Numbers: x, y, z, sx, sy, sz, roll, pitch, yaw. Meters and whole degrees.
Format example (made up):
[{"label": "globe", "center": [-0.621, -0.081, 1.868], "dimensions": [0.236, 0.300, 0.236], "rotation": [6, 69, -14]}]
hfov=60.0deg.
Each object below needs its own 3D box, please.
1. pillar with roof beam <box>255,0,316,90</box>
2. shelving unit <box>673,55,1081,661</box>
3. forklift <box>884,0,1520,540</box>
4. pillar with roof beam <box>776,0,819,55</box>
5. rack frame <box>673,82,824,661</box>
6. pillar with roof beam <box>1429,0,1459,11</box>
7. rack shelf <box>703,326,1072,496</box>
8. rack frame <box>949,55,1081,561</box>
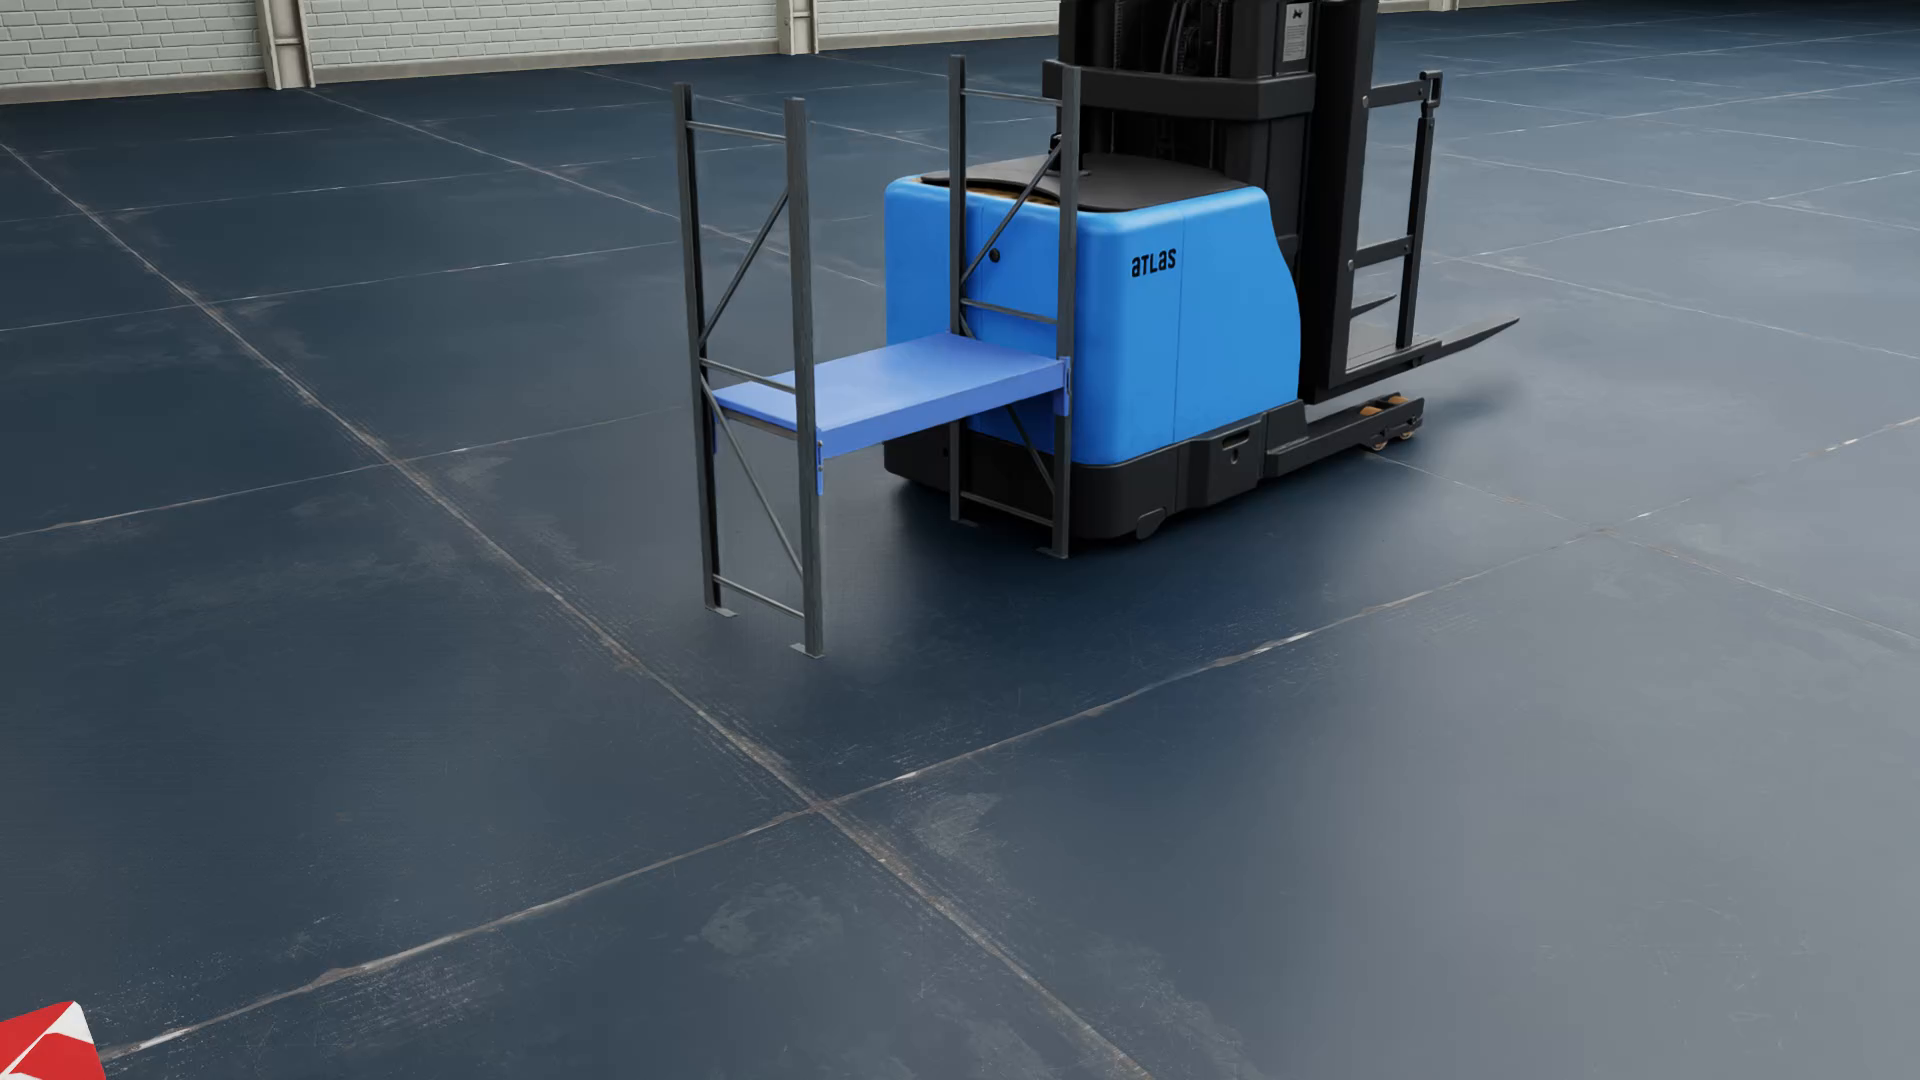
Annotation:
[{"label": "pillar with roof beam", "center": [-4.325, -7.522, 12.105], "dimensions": [0.400, 9.000, 9.100], "rotation": [-15, 26, -33]}, {"label": "shelving unit", "center": [-0.204, -0.567, 4.795], "dimensions": [0.538, 1.500, 1.048], "rotation": [20, 29, 41]}, {"label": "forklift", "center": [1.130, -1.814, 5.988], "dimensions": [1.130, 2.935, 3.031], "rotation": [20, 29, 41]}, {"label": "pillar with roof beam", "center": [0.545, -8.821, 15.360], "dimensions": [0.400, 9.000, 9.100], "rotation": [-15, 26, -33]}, {"label": "rack frame", "center": [-0.562, -0.434, 4.460], "dimensions": [0.500, 1.500, 0.032], "rotation": [20, 29, 41]}, {"label": "pillar with roof beam", "center": [10.286, -11.418, 21.869], "dimensions": [0.400, 9.000, 9.100], "rotation": [-15, 26, -33]}, {"label": "rack shelf", "center": [-0.204, -0.400, 4.861], "dimensions": [0.538, 0.185, 1.000], "rotation": [20, 29, 41]}, {"label": "rack frame", "center": [0.155, -0.701, 5.129], "dimensions": [0.500, 1.500, 0.032], "rotation": [20, 29, 41]}]
